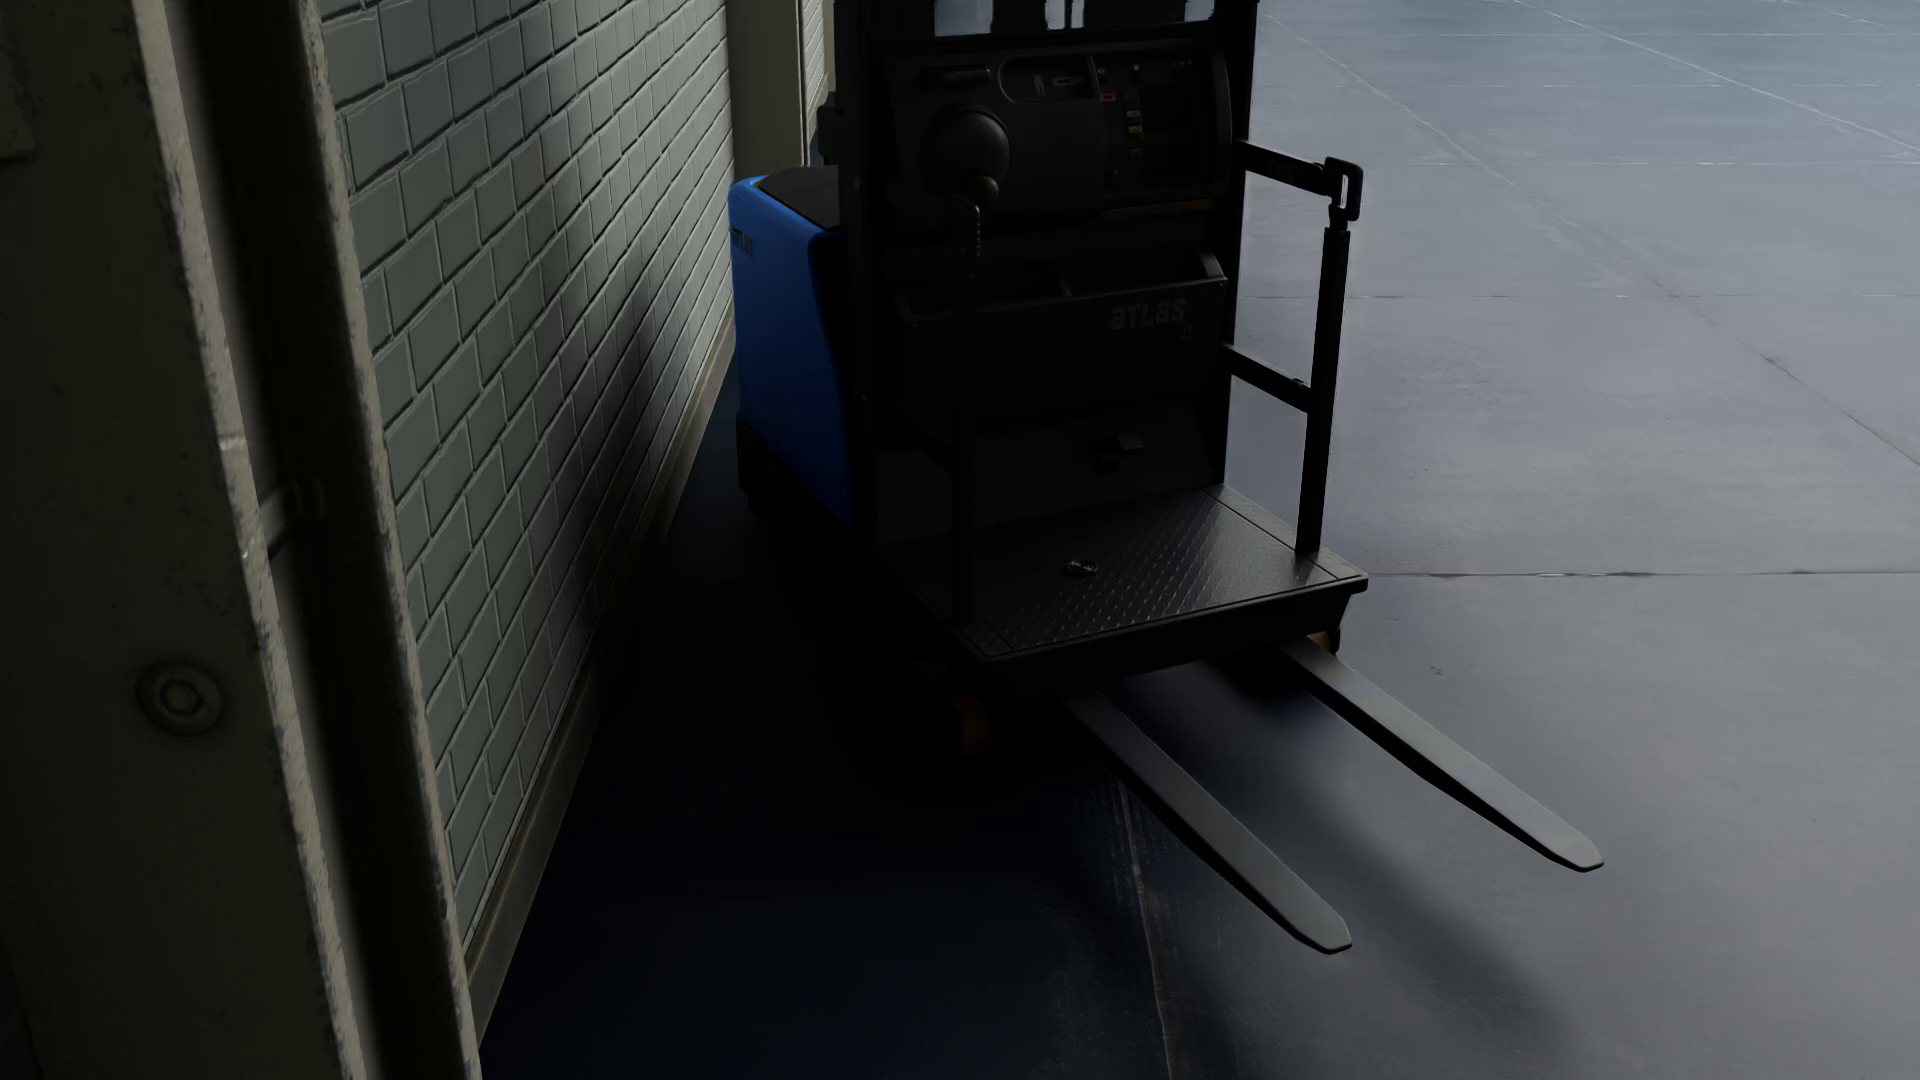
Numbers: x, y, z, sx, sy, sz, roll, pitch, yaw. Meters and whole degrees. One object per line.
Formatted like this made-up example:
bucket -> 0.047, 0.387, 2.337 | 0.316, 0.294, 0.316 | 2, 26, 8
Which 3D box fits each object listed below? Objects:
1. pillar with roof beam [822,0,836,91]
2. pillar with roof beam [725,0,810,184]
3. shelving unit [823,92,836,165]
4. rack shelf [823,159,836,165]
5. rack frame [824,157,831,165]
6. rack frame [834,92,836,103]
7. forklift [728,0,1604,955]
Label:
pillar with roof beam -> 3.395, -7.713, 11.383 | 9.100, 9.000, 0.400 | 0, 24, -1
pillar with roof beam -> 3.460, -5.240, 5.916 | 9.100, 9.000, 0.400 | 0, 24, -1
shelving unit -> -0.318, -0.906, 5.797 | 0.258, 1.200, 0.503 | 0, 24, 0
rack shelf -> -0.318, -1.264, 5.635 | 0.258, 0.148, 0.480 | 0, 24, 0
rack frame -> -0.320, -0.805, 5.574 | 0.240, 1.200, 0.015 | 0, 24, 0
rack frame -> -0.316, -1.006, 6.019 | 0.240, 1.200, 0.015 | 0, 24, 0
forklift -> 0.345, -1.002, 3.908 | 1.130, 2.935, 3.031 | -11, 26, -22
